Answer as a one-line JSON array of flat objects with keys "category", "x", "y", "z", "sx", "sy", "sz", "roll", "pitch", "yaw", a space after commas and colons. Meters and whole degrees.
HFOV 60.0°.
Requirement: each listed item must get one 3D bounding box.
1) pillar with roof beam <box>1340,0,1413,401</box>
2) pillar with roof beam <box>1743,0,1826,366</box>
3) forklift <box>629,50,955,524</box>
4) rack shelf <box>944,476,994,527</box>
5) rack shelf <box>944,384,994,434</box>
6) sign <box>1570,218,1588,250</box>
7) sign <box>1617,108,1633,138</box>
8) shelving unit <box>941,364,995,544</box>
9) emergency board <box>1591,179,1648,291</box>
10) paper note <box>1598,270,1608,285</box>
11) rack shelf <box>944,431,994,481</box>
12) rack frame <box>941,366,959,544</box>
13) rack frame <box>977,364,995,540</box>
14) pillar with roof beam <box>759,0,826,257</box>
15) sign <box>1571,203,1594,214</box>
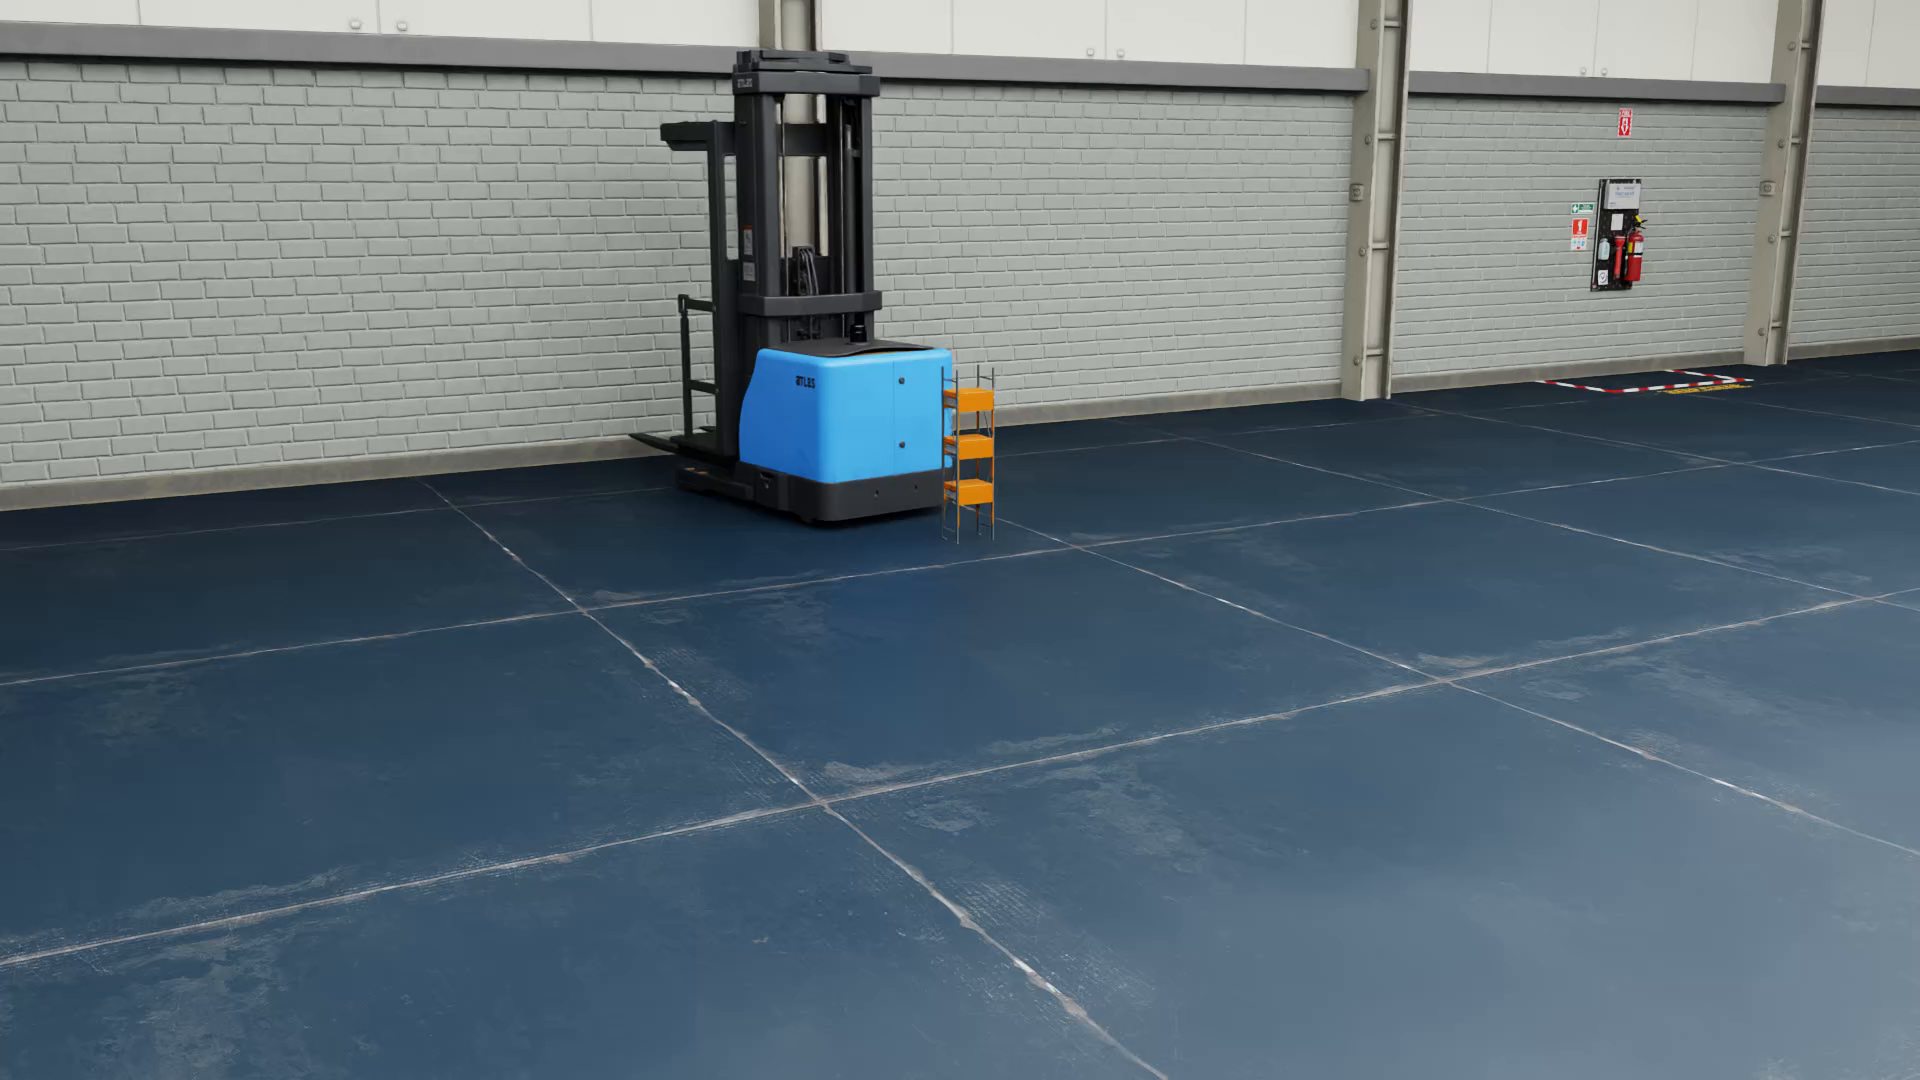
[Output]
[{"category": "pillar with roof beam", "x": 6.028, "y": -4.953, "z": 11.620, "sx": 0.400, "sy": 9.000, "sz": 9.100, "roll": -7, "pitch": 14, "yaw": -28}, {"category": "pillar with roof beam", "x": 11.295, "y": -5.584, "z": 14.425, "sx": 0.400, "sy": 9.000, "sz": 9.100, "roll": -7, "pitch": 14, "yaw": -28}, {"category": "forklift", "x": -1.334, "y": -1.799, "z": 11.429, "sx": 1.130, "sy": 2.935, "sz": 3.031, "roll": -10, "pitch": 16, "yaw": -37}, {"category": "rack shelf", "x": 0.047, "y": -0.236, "z": 10.082, "sx": 0.240, "sy": 0.259, "sz": 0.215, "roll": -7, "pitch": 14, "yaw": -28}, {"category": "rack shelf", "x": 0.047, "y": -0.784, "z": 9.959, "sx": 0.240, "sy": 0.259, "sz": 0.215, "roll": -7, "pitch": 14, "yaw": -28}, {"category": "sign", "x": 6.510, "y": -3.213, "z": 17.474, "sx": 0.234, "sy": 0.329, "sz": 0.001, "roll": -7, "pitch": 14, "yaw": -28}, {"category": "sign", "x": 6.990, "y": -4.383, "z": 17.475, "sx": 0.199, "sy": 0.298, "sz": 0.001, "roll": -7, "pitch": 14, "yaw": -28}, {"category": "shelving unit", "x": 0.047, "y": -0.518, "z": 10.019, "sx": 0.252, "sy": 1.050, "sz": 0.215, "roll": -7, "pitch": 14, "yaw": -28}, {"category": "emergency board", "x": 7.044, "y": -3.234, "z": 17.648, "sx": 0.643, "sy": 1.169, "sz": 0.194, "roll": -7, "pitch": 14, "yaw": -28}, {"category": "paper note", "x": 6.856, "y": -2.799, "z": 17.721, "sx": 0.142, "sy": 0.148, "sz": 0.016, "roll": -7, "pitch": 14, "yaw": -28}, {"category": "rack shelf", "x": 0.047, "y": -0.507, "z": 10.021, "sx": 0.240, "sy": 0.259, "sz": 0.215, "roll": -7, "pitch": 14, "yaw": -28}, {"category": "rack frame", "x": -0.060, "y": -0.505, "z": 9.962, "sx": 0.008, "sy": 1.050, "sz": 0.200, "roll": -7, "pitch": 14, "yaw": -28}, {"category": "rack frame", "x": 0.154, "y": -0.531, "z": 10.076, "sx": 0.008, "sy": 1.050, "sz": 0.200, "roll": -7, "pitch": 14, "yaw": -28}, {"category": "pillar with roof beam", "x": 0.762, "y": -4.321, "z": 8.816, "sx": 0.400, "sy": 9.000, "sz": 9.100, "roll": -7, "pitch": 14, "yaw": -28}, {"category": "sign", "x": 6.518, "y": -3.471, "z": 17.410, "sx": 0.331, "sy": 0.109, "sz": 0.001, "roll": -7, "pitch": 14, "yaw": -28}]
